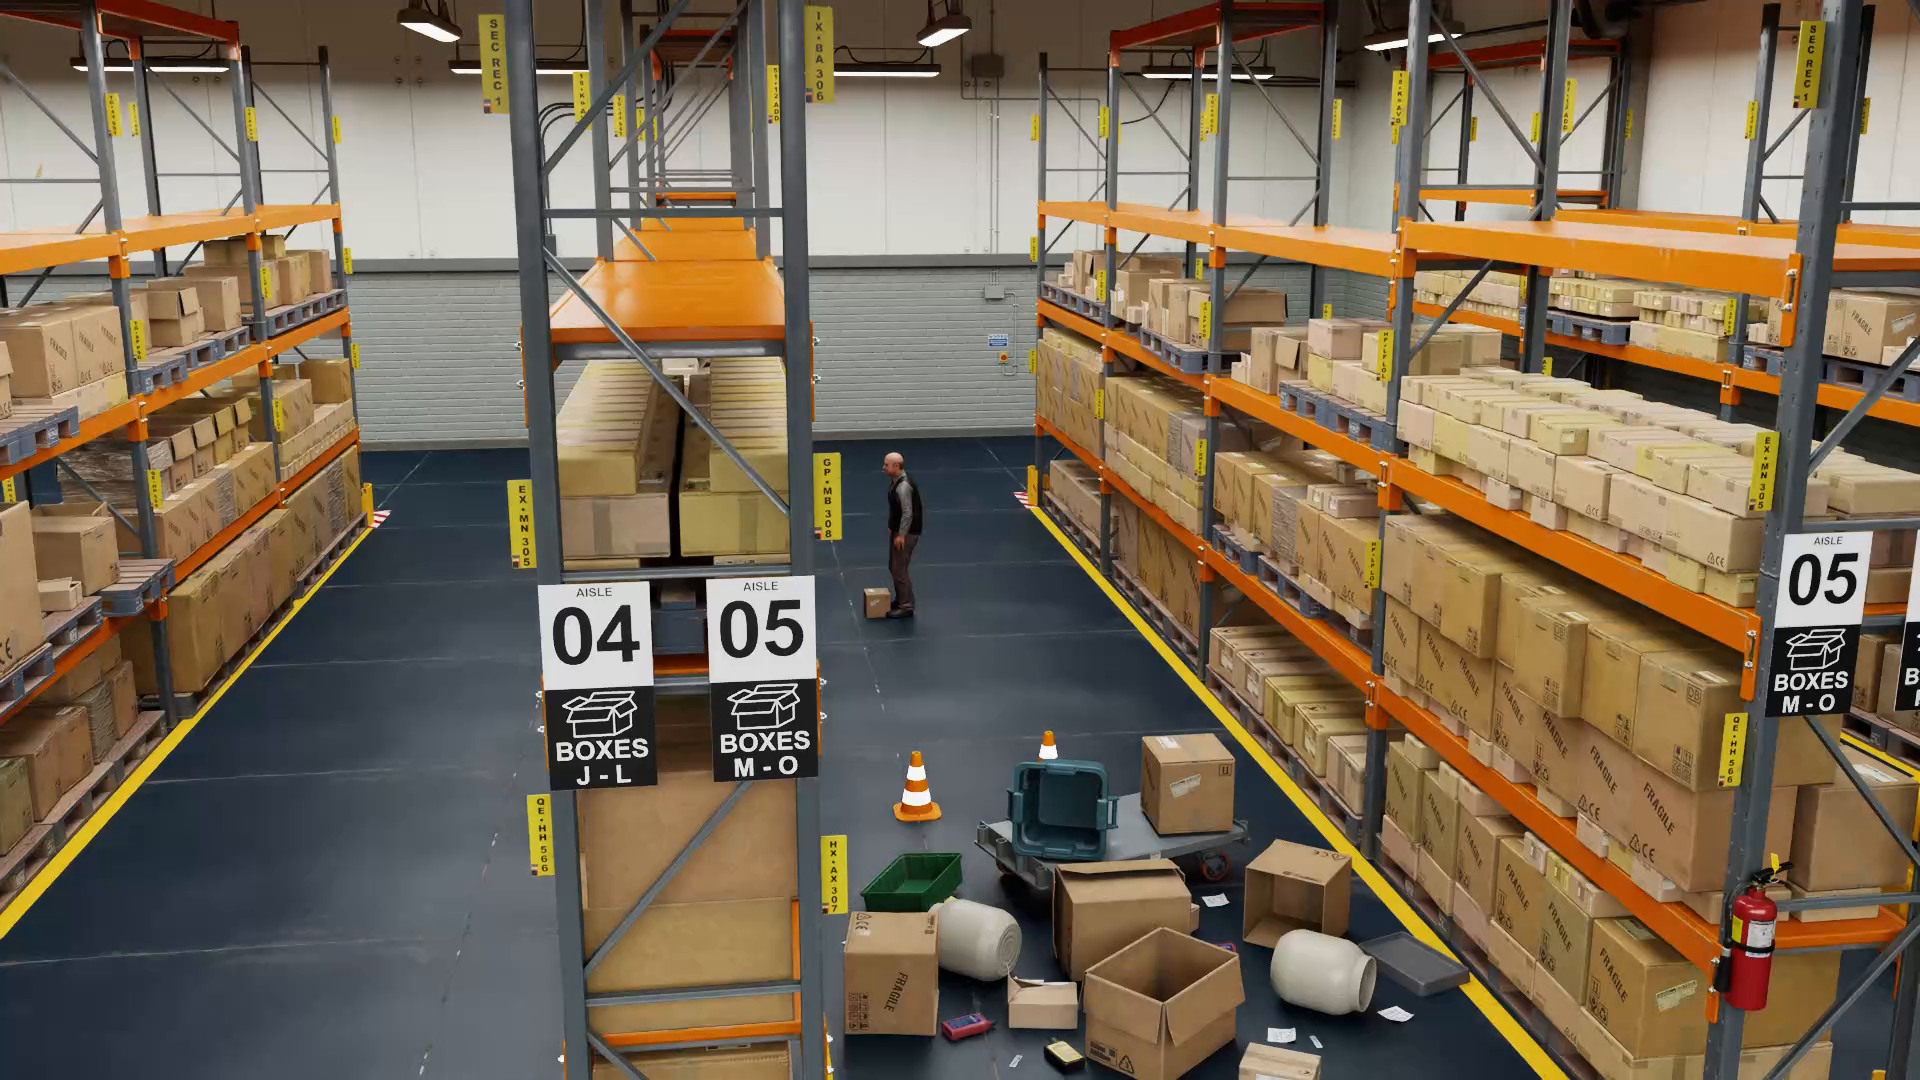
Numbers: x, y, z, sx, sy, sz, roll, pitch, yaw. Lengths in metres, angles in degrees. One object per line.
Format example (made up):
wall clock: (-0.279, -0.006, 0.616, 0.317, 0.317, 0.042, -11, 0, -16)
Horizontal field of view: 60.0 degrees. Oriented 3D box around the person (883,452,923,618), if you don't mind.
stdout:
person: (-0.597, -0.069, 17.332, 0.412, 1.721, 0.582, -2, 13, -9)
